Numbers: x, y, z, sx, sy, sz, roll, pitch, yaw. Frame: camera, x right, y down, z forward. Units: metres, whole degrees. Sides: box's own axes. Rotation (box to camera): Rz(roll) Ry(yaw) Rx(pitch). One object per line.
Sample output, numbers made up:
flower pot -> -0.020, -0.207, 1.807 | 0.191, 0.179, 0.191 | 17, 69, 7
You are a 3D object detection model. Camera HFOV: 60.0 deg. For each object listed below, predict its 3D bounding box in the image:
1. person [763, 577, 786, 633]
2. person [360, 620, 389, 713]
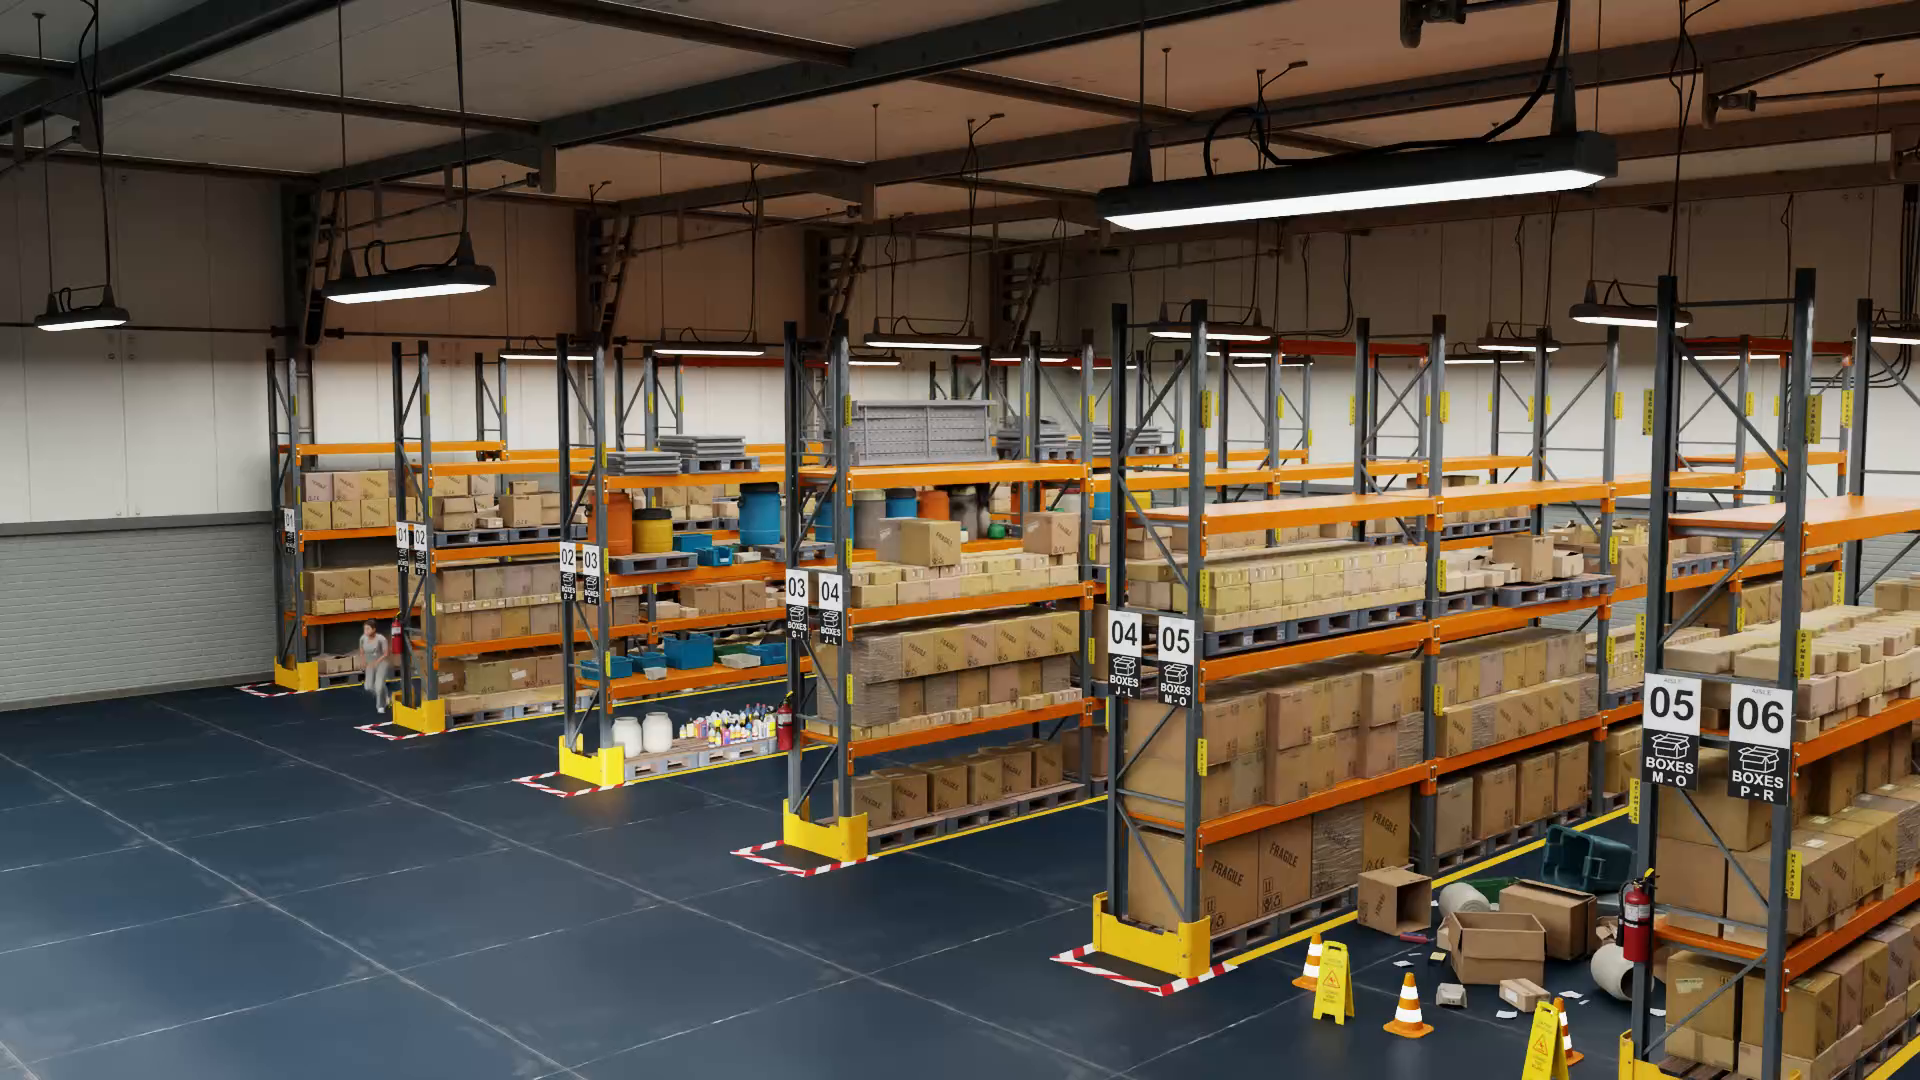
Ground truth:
person -> -3.483, 1.477, 32.766 | 1.007, 1.560, 0.697 | -4, 7, -42
person -> -9.519, 2.054, 27.043 | 0.569, 1.551, 0.704 | 1, 5, 12
